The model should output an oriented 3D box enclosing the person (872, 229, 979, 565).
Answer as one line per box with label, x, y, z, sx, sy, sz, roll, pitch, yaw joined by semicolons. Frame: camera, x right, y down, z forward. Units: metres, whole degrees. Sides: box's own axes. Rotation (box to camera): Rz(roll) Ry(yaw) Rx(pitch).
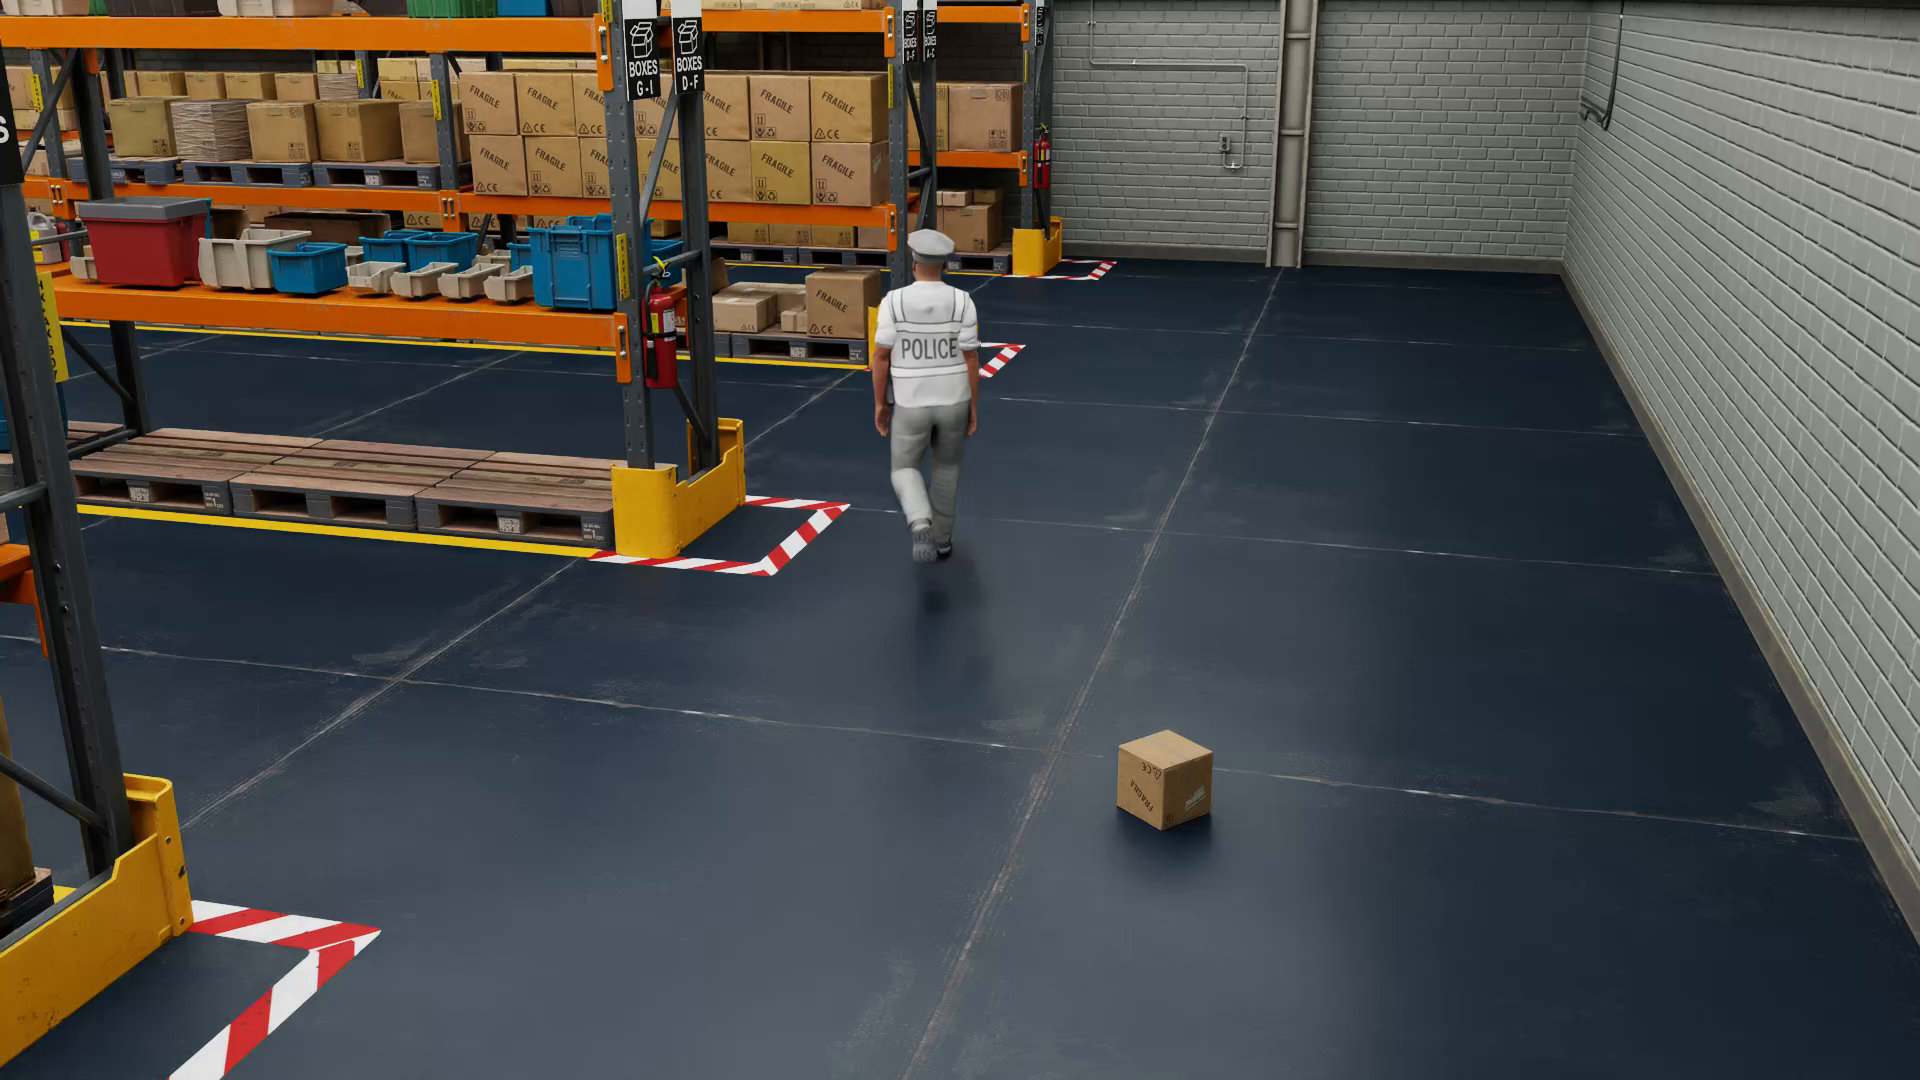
person;-0.176;-0.727;8.677;0.555;1.744;0.791;-2;18;-6
